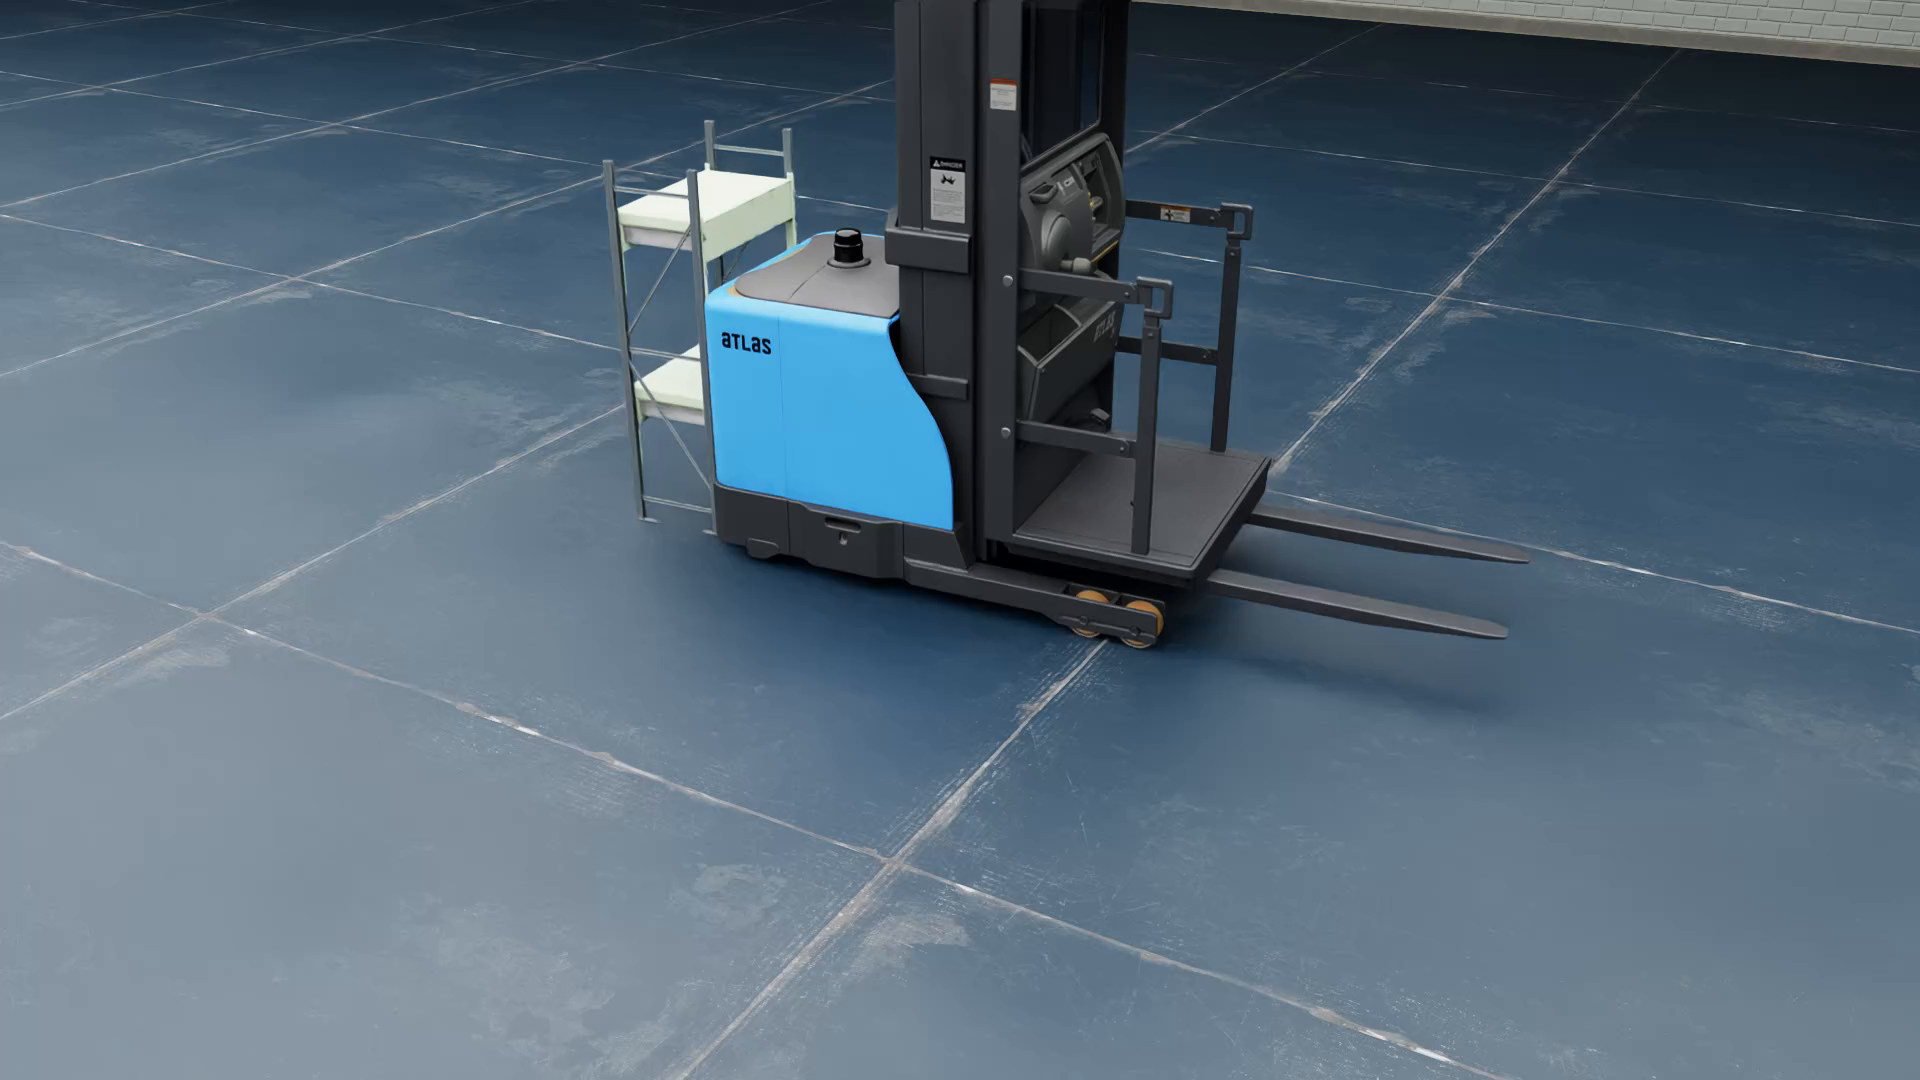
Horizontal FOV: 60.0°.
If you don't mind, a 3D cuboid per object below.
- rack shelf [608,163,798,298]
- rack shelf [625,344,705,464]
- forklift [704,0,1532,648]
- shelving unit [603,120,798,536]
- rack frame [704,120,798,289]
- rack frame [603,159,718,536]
[{"bbox_3d":[-1.010,-1.222,6.645,0.431,0.370,0.720,11,29,21],"label":"rack shelf"},{"bbox_3d":[-1.010,-0.582,6.965,0.431,0.370,0.720,11,29,21],"label":"rack shelf"},{"bbox_3d":[0.592,-1.193,5.859,3.031,2.935,1.130,11,29,21],"label":"forklift"},{"bbox_3d":[-1.010,-0.873,6.819,0.431,1.500,0.755,11,29,21],"label":"shelving unit"},{"bbox_3d":[-0.865,-1.024,7.120,0.400,1.500,0.023,11,29,21],"label":"rack frame"},{"bbox_3d":[-1.155,-0.723,6.519,0.400,1.500,0.023,11,29,21],"label":"rack frame"}]
